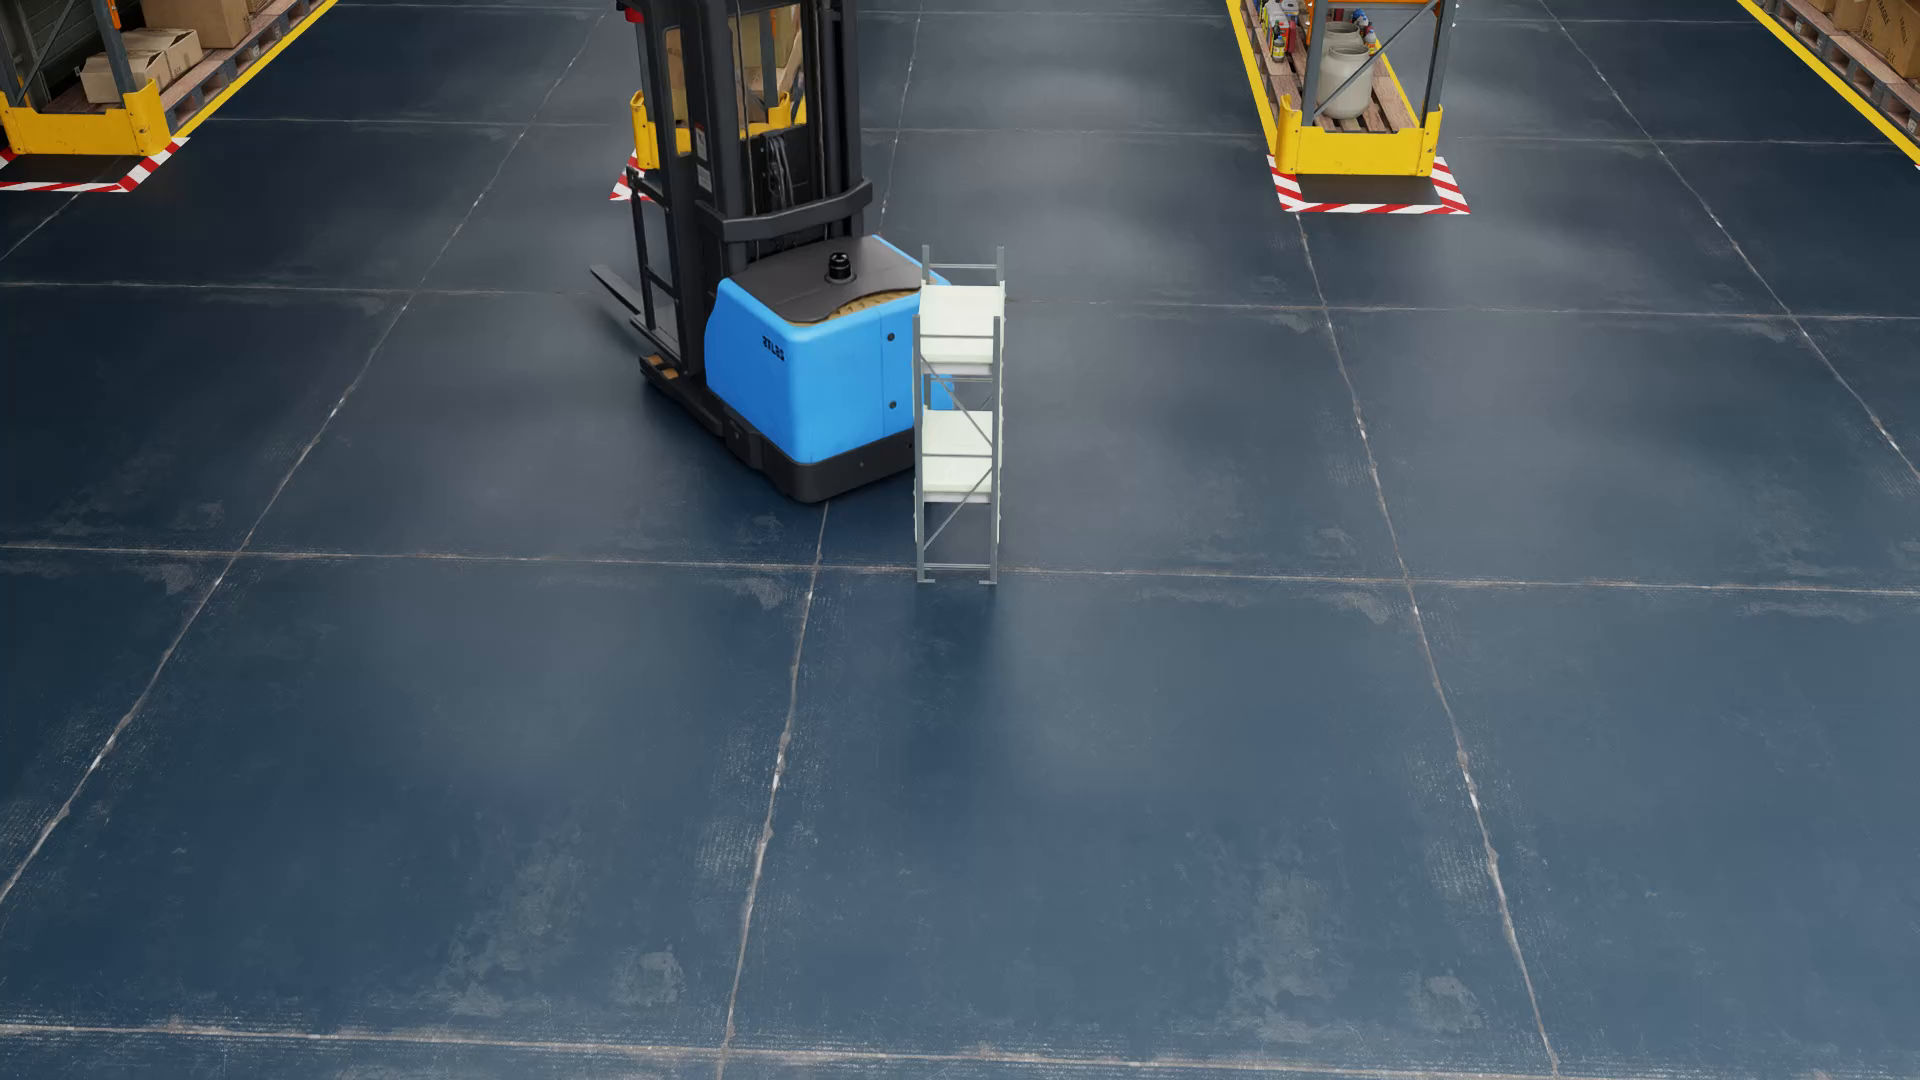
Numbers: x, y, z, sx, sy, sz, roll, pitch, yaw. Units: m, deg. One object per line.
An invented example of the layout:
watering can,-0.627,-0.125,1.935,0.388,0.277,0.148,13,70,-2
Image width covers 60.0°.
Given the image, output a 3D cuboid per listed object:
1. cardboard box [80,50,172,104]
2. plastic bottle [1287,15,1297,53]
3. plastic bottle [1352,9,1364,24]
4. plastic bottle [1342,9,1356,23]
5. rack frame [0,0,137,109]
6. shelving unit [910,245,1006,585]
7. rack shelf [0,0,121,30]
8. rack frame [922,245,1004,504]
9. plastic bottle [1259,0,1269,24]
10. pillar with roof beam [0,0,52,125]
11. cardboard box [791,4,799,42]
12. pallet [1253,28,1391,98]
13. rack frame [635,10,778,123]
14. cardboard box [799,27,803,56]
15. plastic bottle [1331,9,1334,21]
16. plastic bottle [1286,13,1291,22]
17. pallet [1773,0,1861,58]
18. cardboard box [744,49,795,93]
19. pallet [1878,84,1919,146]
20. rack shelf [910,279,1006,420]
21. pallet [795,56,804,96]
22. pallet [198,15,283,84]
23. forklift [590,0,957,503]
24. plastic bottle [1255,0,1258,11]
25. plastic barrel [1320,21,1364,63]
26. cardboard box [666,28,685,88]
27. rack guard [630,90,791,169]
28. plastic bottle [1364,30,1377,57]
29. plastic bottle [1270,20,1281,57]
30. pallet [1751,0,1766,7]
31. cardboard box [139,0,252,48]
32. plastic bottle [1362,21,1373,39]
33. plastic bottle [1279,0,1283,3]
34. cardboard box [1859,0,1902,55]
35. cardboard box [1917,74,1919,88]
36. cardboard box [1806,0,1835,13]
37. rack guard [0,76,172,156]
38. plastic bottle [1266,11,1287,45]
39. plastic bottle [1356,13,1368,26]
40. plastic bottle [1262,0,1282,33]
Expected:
cardboard box,-6.722,-3.760,13.393,0.500,0.311,0.500,-2,35,-3
plastic bottle,2.839,-4.332,14.230,0.061,0.283,0.133,1,35,2
plastic bottle,3.470,-4.525,14.515,0.097,0.271,0.097,0,35,0
plastic bottle,3.451,-4.654,14.695,0.152,0.276,0.135,2,35,3
rack frame,-6.839,-4.285,12.183,1.000,3.000,0.127,1,35,2
shelving unit,0.000,-0.610,8.259,0.431,1.500,0.755,1,35,2
rack shelf,-6.759,-5.139,14.025,1.077,0.370,4.000,1,35,2
rack frame,0.014,-0.820,8.558,0.400,1.500,0.023,1,35,2
plastic bottle,2.718,-4.766,14.848,0.061,0.283,0.133,3,35,4
pillar with roof beam,-3.374,-7.062,10.918,9.100,9.000,0.400,1,35,2
cardboard box,-1.620,-4.404,13.727,0.500,0.500,0.500,1,35,2
pallet,3.106,-4.125,14.382,1.003,0.211,1.213,1,35,2
rack frame,-1.889,-4.172,12.024,1.000,3.000,0.127,1,35,2
cardboard box,-1.584,-4.384,14.351,0.500,0.250,0.500,1,35,2
plastic bottle,3.358,-4.738,14.808,0.061,0.283,0.133,1,35,2
plastic bottle,2.864,-4.498,14.538,0.097,0.201,0.097,0,35,0
pallet,8.178,-4.712,15.217,1.003,0.211,1.213,1,35,2
cardboard box,-1.629,-3.809,13.534,0.500,0.250,0.500,1,35,2
pallet,8.080,-3.310,13.222,1.003,0.211,1.213,1,35,2
rack shelf,0.000,-0.929,8.035,0.431,0.370,0.720,1,35,2
pallet,-1.849,-4.171,14.447,1.003,0.211,1.213,1,35,2
pallet,-6.716,-4.352,14.705,1.003,0.211,1.213,1,35,2
forklift,-1.273,-2.199,9.276,1.130,2.935,3.031,-22,41,-28
plastic bottle,2.773,-4.996,15.117,0.144,0.351,0.185,2,35,3
plastic barrel,3.030,-3.878,13.403,0.421,0.512,0.421,0,35,0
cardboard box,-2.165,-3.841,12.926,0.500,0.500,0.500,1,35,2
rack guard,-1.890,-3.136,12.723,1.175,0.500,0.348,1,35,2
plastic bottle,3.444,-4.154,13.988,0.097,0.271,0.097,0,35,0
plastic bottle,2.682,-4.257,14.124,0.061,0.283,0.133,2,35,3
pallet,8.199,-5.546,16.403,1.003,0.211,1.213,1,35,2
cardboard box,-6.619,-4.585,14.402,0.700,0.500,0.500,-1,35,-1
plastic bottle,3.471,-4.288,14.169,0.061,0.283,0.133,2,35,3
plastic bottle,2.888,-4.877,15.017,0.097,0.271,0.097,0,35,0
cardboard box,8.152,-4.472,14.259,0.500,0.500,0.500,-2,35,-2
cardboard box,8.040,-3.793,13.293,0.500,0.500,0.500,10,36,14
cardboard box,8.113,-5.160,15.237,0.500,0.500,0.500,0,35,0
rack guard,-6.836,-3.306,12.964,1.175,0.500,0.348,1,35,2
plastic bottle,2.739,-4.411,14.349,0.152,0.276,0.135,0,35,1
plastic bottle,3.462,-4.408,14.350,0.097,0.271,0.097,0,35,0
plastic bottle,2.749,-4.643,14.615,0.144,0.351,0.185,1,35,2
